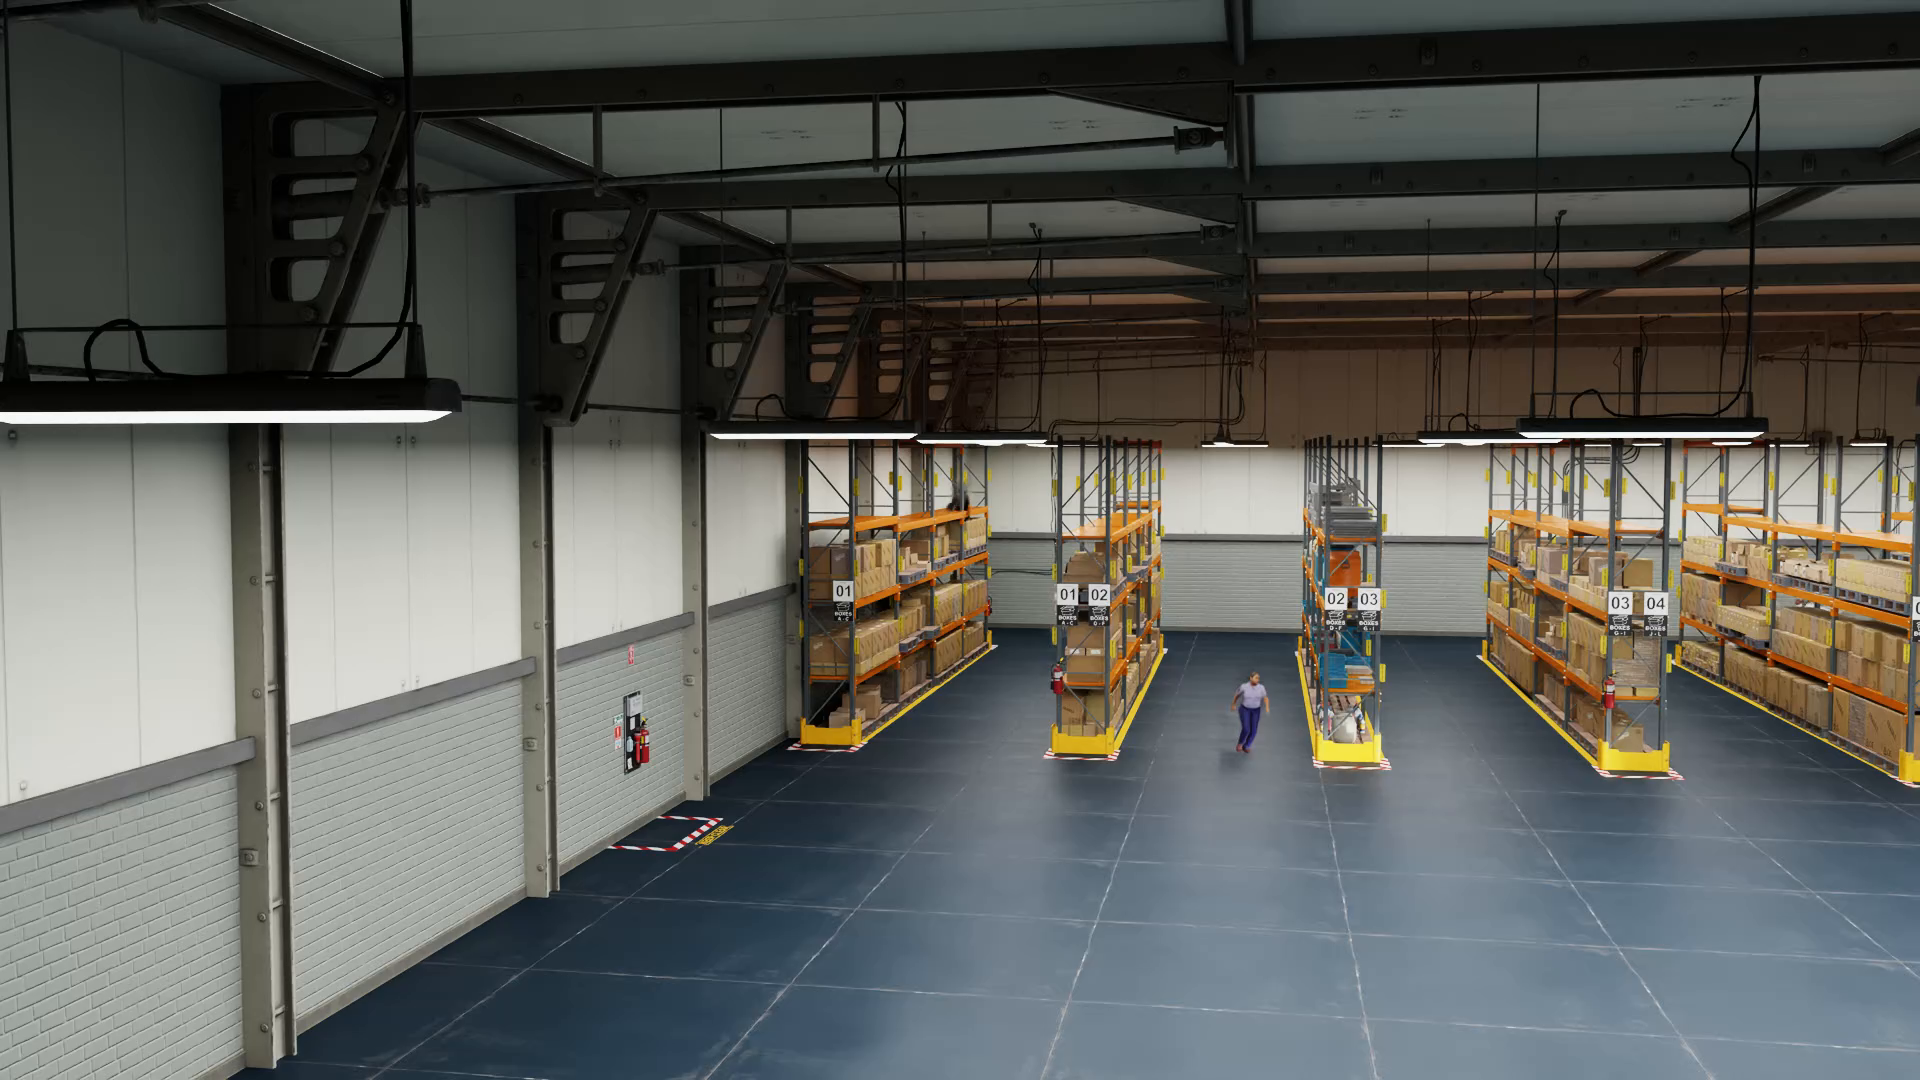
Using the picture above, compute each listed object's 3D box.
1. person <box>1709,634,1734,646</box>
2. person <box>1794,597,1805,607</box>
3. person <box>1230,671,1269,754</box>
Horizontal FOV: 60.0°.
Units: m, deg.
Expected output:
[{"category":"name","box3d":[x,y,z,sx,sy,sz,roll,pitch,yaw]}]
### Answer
[{"category":"person","box3d":[20.642,2.374,45.238,0.916,1.775,0.727,3,4,42]},{"category":"person","box3d":[23.396,2.369,46.290,0.858,1.673,0.576,0,3,-5]},{"category":"person","box3d":[5.465,3.234,31.136,0.608,1.587,0.762,0,3,-9]}]
